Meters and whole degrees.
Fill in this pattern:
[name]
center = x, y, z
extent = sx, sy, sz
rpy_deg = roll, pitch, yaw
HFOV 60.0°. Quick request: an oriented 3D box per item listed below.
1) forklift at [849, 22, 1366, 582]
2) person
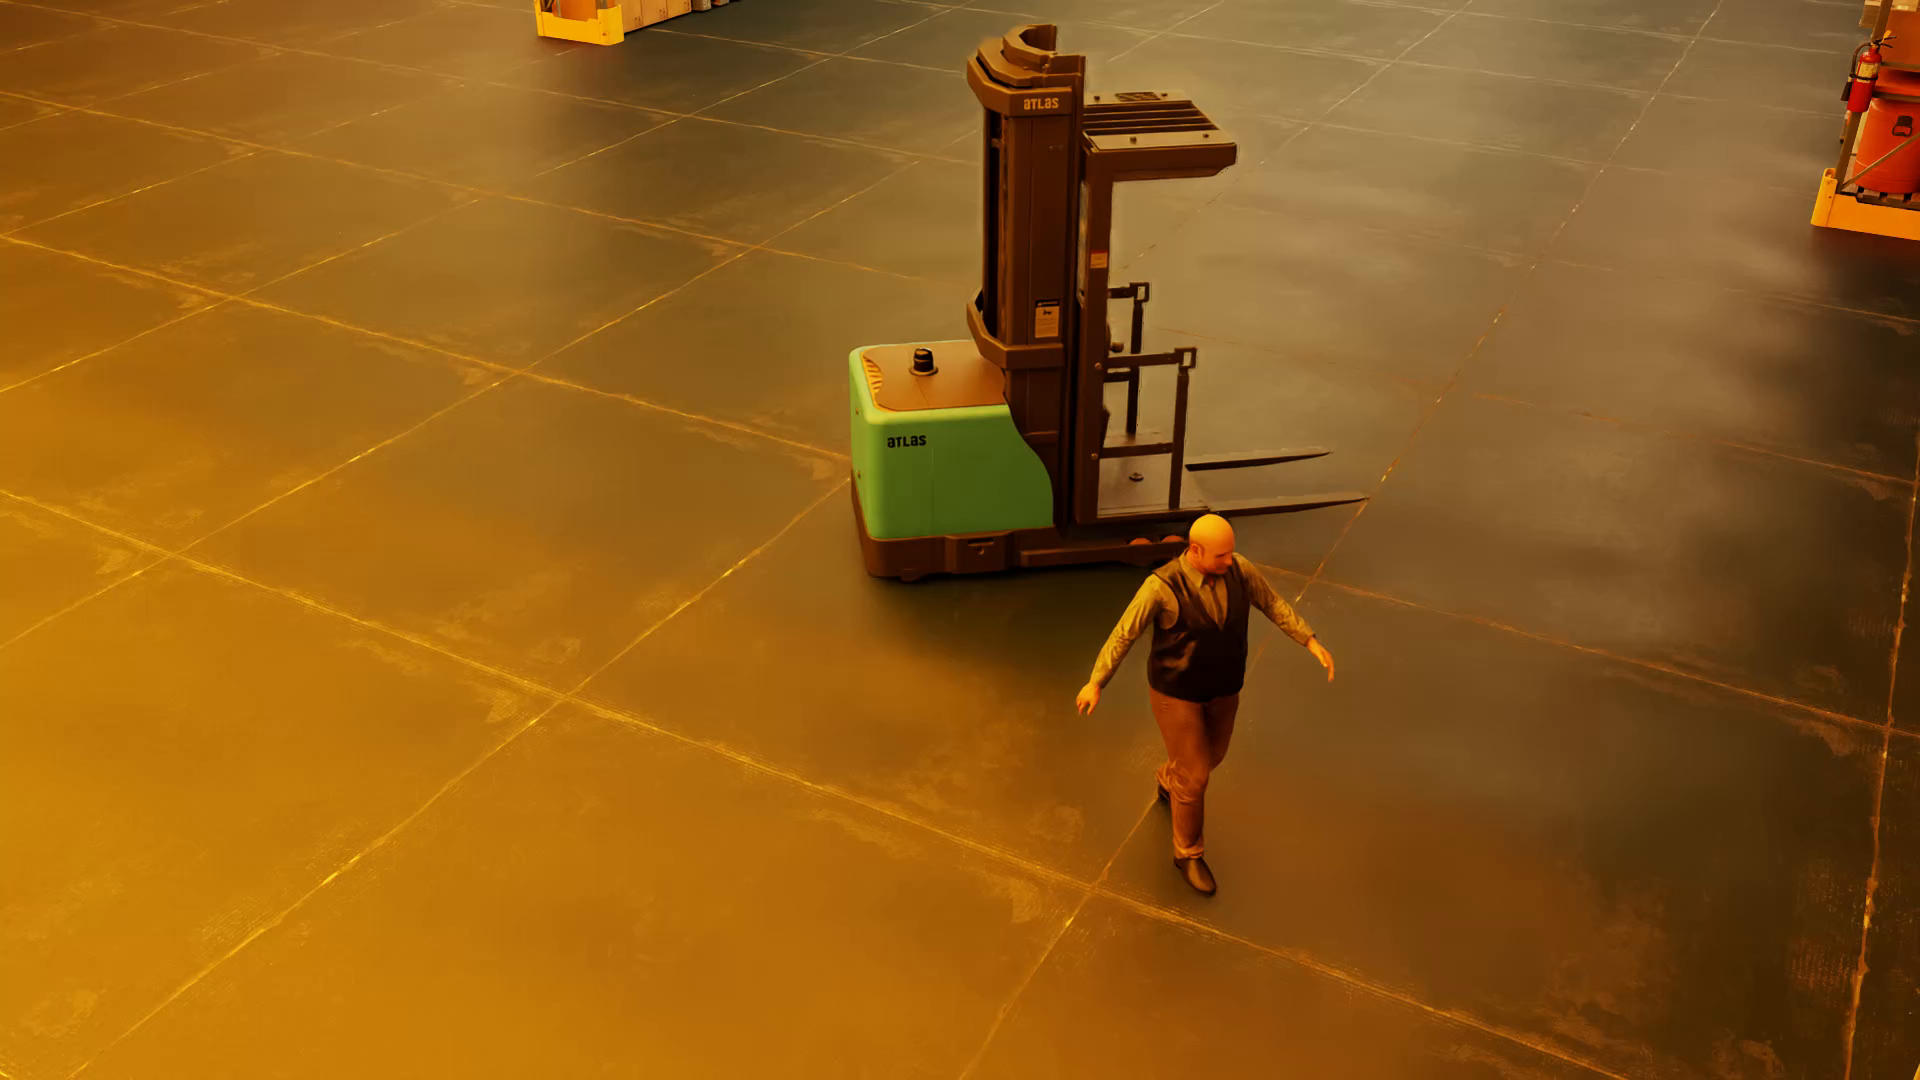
[forklift]
center = 0.894, -1.369, 9.442
extent = 3.031, 2.935, 1.130
rpy_deg = -5, 30, -8
[person]
center = 1.018, 0.663, 7.177
extent = 0.943, 1.701, 0.756
rpy_deg = -14, 33, -23
